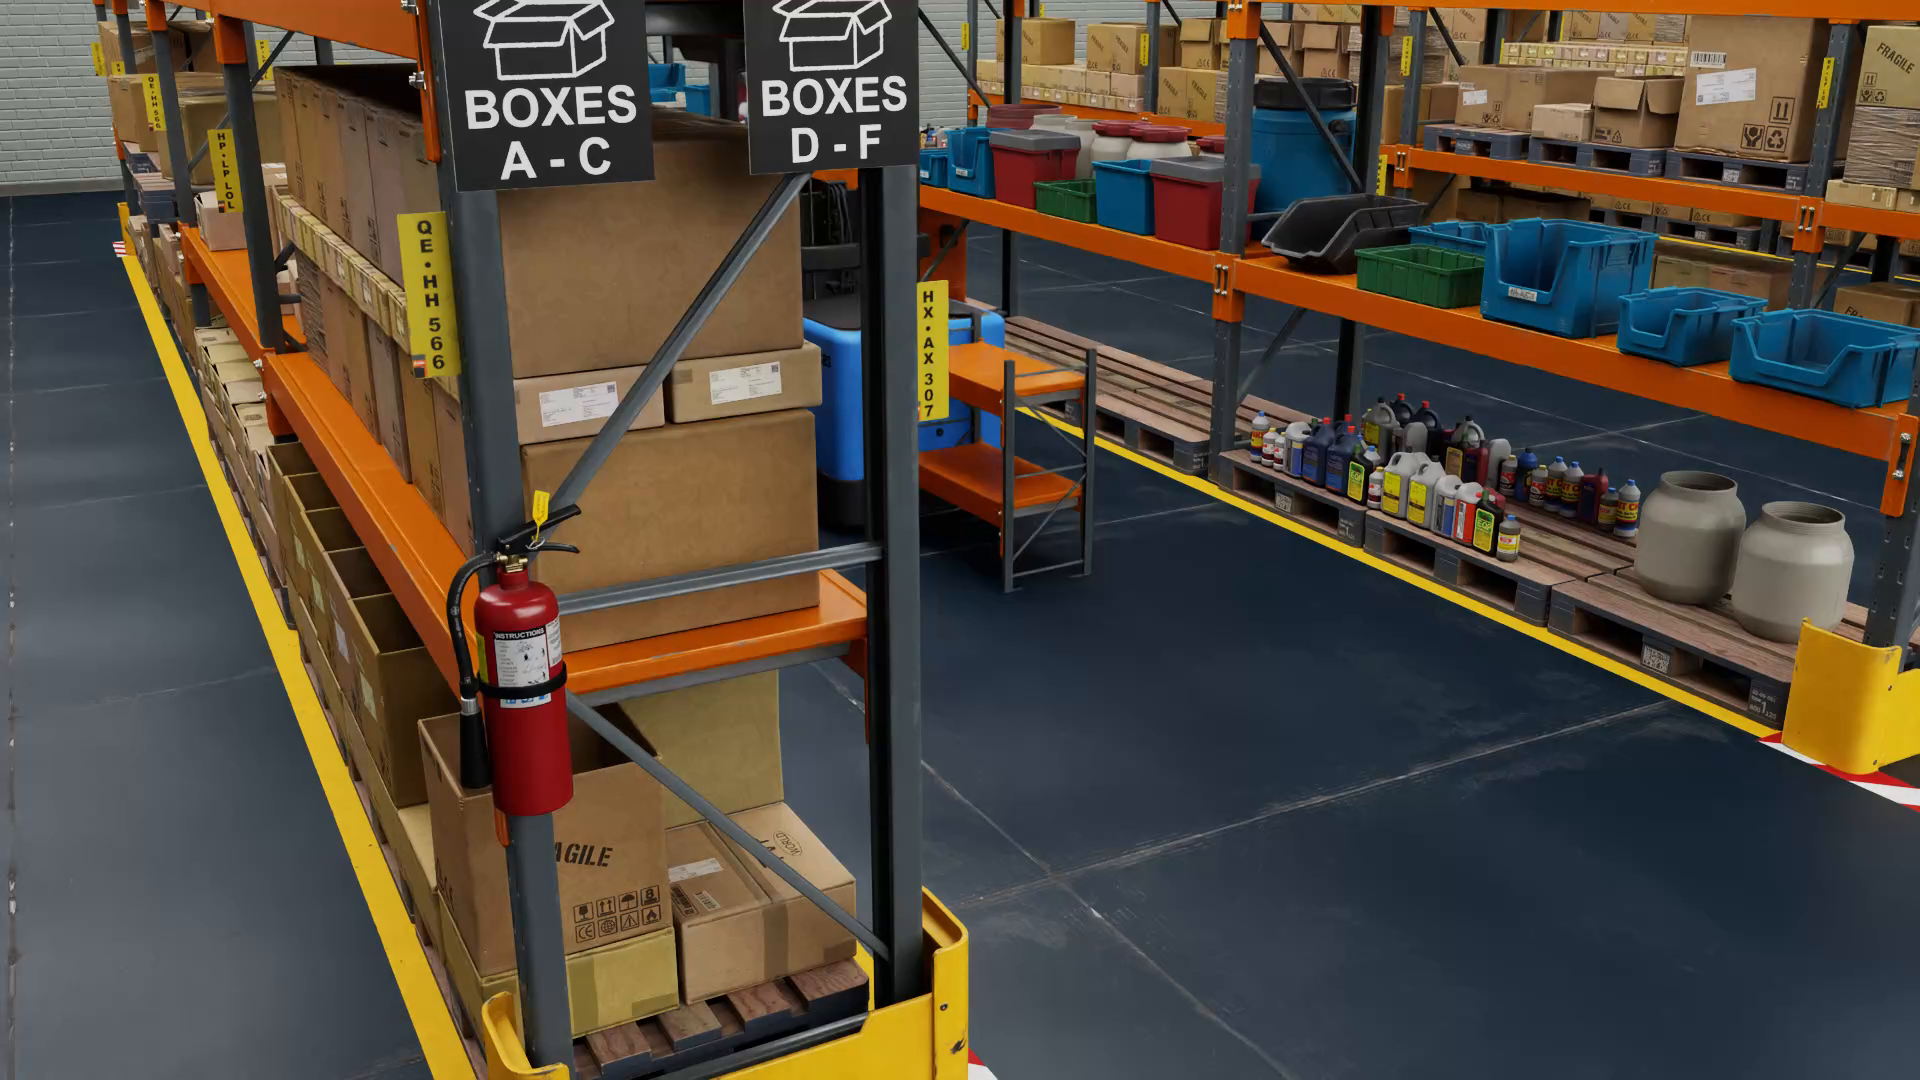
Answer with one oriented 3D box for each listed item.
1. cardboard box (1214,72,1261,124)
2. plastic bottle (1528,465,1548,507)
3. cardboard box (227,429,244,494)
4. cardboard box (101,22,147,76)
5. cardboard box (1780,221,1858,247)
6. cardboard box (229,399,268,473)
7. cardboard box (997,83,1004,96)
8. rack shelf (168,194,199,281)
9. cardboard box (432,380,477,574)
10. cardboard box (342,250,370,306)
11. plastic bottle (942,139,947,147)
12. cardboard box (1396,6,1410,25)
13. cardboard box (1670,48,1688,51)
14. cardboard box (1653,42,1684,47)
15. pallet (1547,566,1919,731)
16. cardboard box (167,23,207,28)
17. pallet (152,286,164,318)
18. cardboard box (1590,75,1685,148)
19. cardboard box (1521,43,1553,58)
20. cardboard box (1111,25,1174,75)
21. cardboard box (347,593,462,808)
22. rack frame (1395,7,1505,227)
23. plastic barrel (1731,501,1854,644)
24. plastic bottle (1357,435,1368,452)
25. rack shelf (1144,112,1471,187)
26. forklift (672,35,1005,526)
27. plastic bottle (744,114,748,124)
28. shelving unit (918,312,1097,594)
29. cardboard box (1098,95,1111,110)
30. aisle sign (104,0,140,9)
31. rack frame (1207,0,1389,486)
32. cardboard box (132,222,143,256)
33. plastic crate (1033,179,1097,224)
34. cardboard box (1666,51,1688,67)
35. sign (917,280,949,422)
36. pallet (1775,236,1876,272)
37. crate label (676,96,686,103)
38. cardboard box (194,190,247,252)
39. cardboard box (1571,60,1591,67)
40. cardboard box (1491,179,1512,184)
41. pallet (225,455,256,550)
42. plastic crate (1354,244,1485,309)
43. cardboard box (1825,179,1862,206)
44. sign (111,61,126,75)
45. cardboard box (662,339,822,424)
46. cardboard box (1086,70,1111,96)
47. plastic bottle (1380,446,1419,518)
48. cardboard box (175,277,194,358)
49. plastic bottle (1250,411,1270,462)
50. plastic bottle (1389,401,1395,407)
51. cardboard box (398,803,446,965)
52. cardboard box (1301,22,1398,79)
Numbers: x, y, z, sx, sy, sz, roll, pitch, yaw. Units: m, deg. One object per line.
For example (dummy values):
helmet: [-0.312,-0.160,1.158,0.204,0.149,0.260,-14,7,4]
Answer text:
cardboard box: [2.934,-4.471,16.837,0.500,0.500,0.500,-11,22,-28]
plastic bottle: [2.954,-0.280,8.460,0.097,0.201,0.097,0,19,0]
cardboard box: [-3.637,-0.464,8.949,0.500,0.250,0.500,-10,21,-26]
cardboard box: [-7.927,-4.700,15.968,0.500,0.500,0.500,-10,21,-26]
cardboard box: [8.981,-3.420,16.748,1.050,0.750,0.750,-10,22,-27]
cardboard box: [-3.395,-0.580,8.426,0.500,0.311,0.500,-10,21,-27]
cardboard box: [0.682,-5.612,20.682,0.380,0.149,0.250,-11,22,-28]
rack shelf: [-5.312,-2.435,12.192,1.077,0.370,4.000,-10,21,-27]
cardboard box: [-1.027,-0.238,4.568,0.700,0.500,0.500,-9,21,-25]
cardboard box: [-1.767,-0.855,5.363,0.380,0.149,0.250,-10,21,-27]
plastic bottle: [-0.056,-3.059,13.088,0.152,0.276,0.135,-10,21,-27]
cardboard box: [5.930,-6.672,21.226,0.500,0.500,0.500,-9,21,-25]
cardboard box: [8.097,-5.374,18.437,0.380,0.149,0.250,-9,21,-25]
cardboard box: [10.234,-6.847,23.723,0.500,0.500,0.500,-10,22,-27]
pallet: [3.339,0.399,7.151,1.003,0.211,1.213,-10,21,-27]
cardboard box: [-7.217,-4.639,15.791,0.500,0.500,0.500,-9,21,-25]
pallet: [-6.587,-2.228,14.765,1.003,0.211,1.213,-10,21,-27]
cardboard box: [5.353,-3.317,12.842,0.797,0.503,0.637,-8,20,-21]
cardboard box: [6.792,-5.719,19.437,0.380,0.149,0.250,-9,21,-25]
cardboard box: [2.005,-5.397,18.298,0.500,0.500,0.500,-9,21,-25]
cardboard box: [-1.567,0.450,5.151,0.500,0.500,0.500,-10,21,-27]
rack frame: [4.358,-3.734,14.855,1.000,3.000,0.127,-10,21,-27]
plastic barrel: [3.418,0.130,6.826,0.421,0.512,0.421,0,19,0]
plastic bottle: [2.092,-0.418,8.753,0.097,0.271,0.097,0,19,0]
rack shelf: [3.408,-3.968,16.636,1.077,0.370,4.000,-10,21,-27]
forklift: [-0.941,-1.888,9.610,1.130,2.935,3.031,-11,22,-30]
plastic bottle: [-1.921,-3.787,15.204,0.097,0.271,0.097,0,19,0]
shelving unit: [0.154,-0.463,8.248,0.538,1.125,1.048,-11,22,-30]
cardboard box: [1.781,-4.948,18.758,0.380,0.149,0.250,-10,22,-28]
aisle sign: [-8.452,-5.700,16.567,0.394,0.787,0.004,-10,21,-27]
rack frame: [1.898,-1.819,9.304,1.000,3.000,0.127,-10,21,-27]
cardboard box: [-7.677,-2.918,16.031,0.500,0.250,0.500,-10,21,-27]
plastic crate: [0.823,-2.175,10.660,0.450,0.188,0.662,-10,21,-27]
cardboard box: [7.763,-5.128,17.723,0.380,0.149,0.250,-9,21,-25]
sign: [-0.072,-0.435,3.845,0.100,0.325,0.005,-10,21,-27]
pallet: [9.079,-2.917,16.762,1.003,0.211,1.213,-10,21,-27]
crate label: [-2.975,-4.800,18.254,0.396,0.136,0.243,-10,21,-27]
cardboard box: [-4.108,-1.872,9.594,0.500,0.311,0.500,-10,22,-27]
cardboard box: [7.156,-5.358,18.846,0.380,0.149,0.250,-9,21,-24]
cardboard box: [6.981,-4.627,21.168,0.380,0.149,0.250,-11,22,-29]
pallet: [-3.430,-0.291,9.150,1.003,0.211,1.213,-10,21,-27]
plastic crate: [2.295,-1.285,8.082,0.450,0.188,0.662,-10,21,-27]
cardboard box: [6.095,-2.359,11.254,0.380,0.149,0.250,-10,21,-27]
sign: [-6.735,-3.672,13.347,0.100,0.325,0.005,-10,21,-27]
cardboard box: [-0.560,-0.404,4.056,0.380,0.149,0.250,-10,21,-27]
cardboard box: [1.770,-5.186,18.837,0.500,0.250,0.500,-9,21,-25]
plastic bottle: [2.208,-0.302,8.295,0.144,0.351,0.185,-10,21,-27]
cardboard box: [-5.258,-1.608,11.850,0.500,0.500,0.500,-11,22,-29]
plastic bottle: [1.664,-0.578,9.215,0.097,0.271,0.097,0,19,0]
plastic bottle: [2.417,-0.656,9.423,0.061,0.283,0.133,-9,21,-24]
cardboard box: [-1.326,0.947,4.860,0.500,0.250,0.500,-10,21,-27]
cardboard box: [3.718,-4.656,15.834,0.797,0.503,0.637,-9,21,-25]
